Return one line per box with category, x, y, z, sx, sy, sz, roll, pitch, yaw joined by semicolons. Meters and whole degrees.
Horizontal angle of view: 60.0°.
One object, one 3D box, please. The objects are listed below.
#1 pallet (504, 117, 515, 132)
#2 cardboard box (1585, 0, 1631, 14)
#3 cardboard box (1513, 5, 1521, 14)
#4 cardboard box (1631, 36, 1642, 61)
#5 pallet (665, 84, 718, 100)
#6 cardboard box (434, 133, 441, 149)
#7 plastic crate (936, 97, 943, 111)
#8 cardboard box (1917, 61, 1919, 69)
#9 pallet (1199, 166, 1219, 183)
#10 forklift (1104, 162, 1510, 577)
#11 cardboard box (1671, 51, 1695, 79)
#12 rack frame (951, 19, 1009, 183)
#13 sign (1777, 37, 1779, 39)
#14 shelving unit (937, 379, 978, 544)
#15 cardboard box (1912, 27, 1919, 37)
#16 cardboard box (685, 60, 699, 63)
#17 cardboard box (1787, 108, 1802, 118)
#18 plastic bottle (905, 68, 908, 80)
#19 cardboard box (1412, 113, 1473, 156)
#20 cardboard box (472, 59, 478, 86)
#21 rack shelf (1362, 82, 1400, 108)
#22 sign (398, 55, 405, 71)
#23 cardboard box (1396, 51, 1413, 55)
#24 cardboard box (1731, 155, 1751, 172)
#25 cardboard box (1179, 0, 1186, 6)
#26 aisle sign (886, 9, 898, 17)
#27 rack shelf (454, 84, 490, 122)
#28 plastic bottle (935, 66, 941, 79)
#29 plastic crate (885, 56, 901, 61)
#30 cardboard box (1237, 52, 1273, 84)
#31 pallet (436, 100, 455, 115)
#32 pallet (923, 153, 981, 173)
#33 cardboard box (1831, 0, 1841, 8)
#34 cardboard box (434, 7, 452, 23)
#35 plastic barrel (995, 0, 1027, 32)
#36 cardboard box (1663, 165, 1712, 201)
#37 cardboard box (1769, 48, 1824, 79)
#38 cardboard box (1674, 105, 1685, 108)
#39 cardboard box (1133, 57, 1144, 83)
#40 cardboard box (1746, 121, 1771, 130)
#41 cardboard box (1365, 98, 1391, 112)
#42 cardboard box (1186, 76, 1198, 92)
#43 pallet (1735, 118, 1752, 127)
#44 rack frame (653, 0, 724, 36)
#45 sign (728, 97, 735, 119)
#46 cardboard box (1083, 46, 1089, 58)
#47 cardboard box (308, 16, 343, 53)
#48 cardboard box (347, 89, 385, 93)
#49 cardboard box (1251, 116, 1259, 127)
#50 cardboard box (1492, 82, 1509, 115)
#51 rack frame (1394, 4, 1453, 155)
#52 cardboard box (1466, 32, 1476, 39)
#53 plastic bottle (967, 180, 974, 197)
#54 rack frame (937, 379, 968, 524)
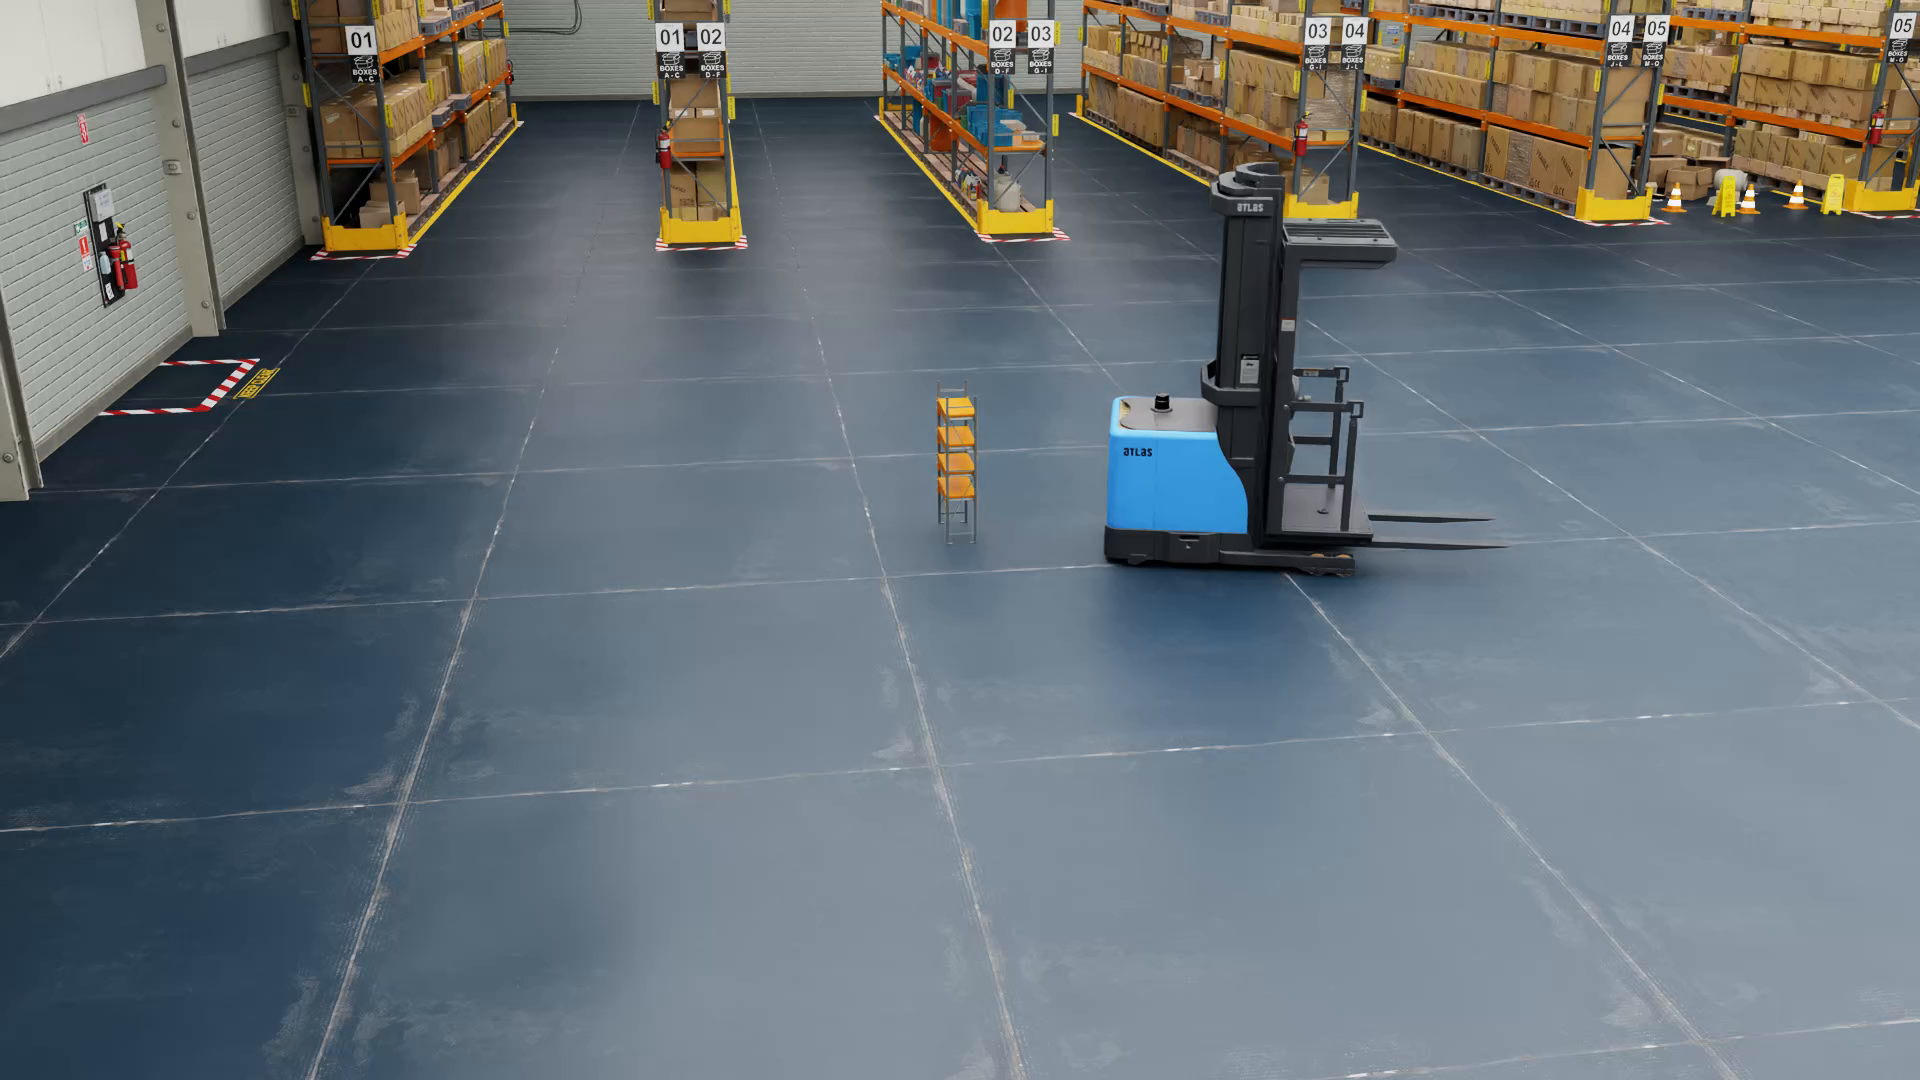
pallet;-10.991;-9.720;38.938;1.003;0.211;1.213;-3;21;-8
cardboard box;10.403;-8.597;26.706;0.500;0.250;0.500;-3;21;-7
cardboard box;9.963;-9.321;29.213;0.380;0.149;0.250;-3;21;-8
cardboard box;14.147;-10.459;35.361;0.500;0.500;0.500;-3;21;-9
pallet;-5.297;-8.921;33.090;1.213;0.211;1.003;-3;21;-8
cardboard box;-9.776;-7.290;30.321;0.500;0.250;0.500;-3;21;-8
plastic crate;-0.181;-8.133;31.008;0.450;0.188;0.662;-3;21;-8
cardboard box;19.486;-9.544;33.412;0.380;0.149;0.250;-3;21;-7
pallet;5.137;-6.857;31.273;1.003;0.211;1.213;-3;21;-8
forklift;2.654;-1.292;12.486;3.031;2.935;1.130;2;21;6
cardboard box;14.546;-9.457;33.080;0.500;0.500;0.500;-4;21;-10
rack frame;0.349;-7.644;29.395;1.000;3.000;0.127;-3;21;-8
sign;19.364;-11.987;39.367;0.100;0.325;0.005;-3;21;-8
shelving unit;-0.024;-0.619;13.160;0.258;1.200;0.503;-3;21;-8
cardboard box;15.907;-8.427;27.564;0.380;0.149;0.250;-3;21;-8
cardboard box;-4.337;-7.548;27.142;0.700;0.500;0.500;-3;21;-8
cardboard box;15.024;-7.621;29.693;0.380;0.149;0.250;-3;21;-8
plastic bottle;-1.154;-10.164;36.310;0.061;0.283;0.133;-3;21;-8
cardboard box;9.725;-8.119;33.281;1.050;0.750;0.750;-3;21;-7
cardboard box;-10.067;-9.439;33.605;0.500;0.500;0.500;-2;21;-6
rack shelf;9.308;-9.849;36.328;1.077;0.370;4.000;-3;21;-8
sign;-10.580;-9.042;31.484;0.100;0.325;0.005;-3;21;-8
cardboard box;9.571;-10.385;35.642;0.380;0.149;0.250;-2;21;-5
cardboard box;14.875;-7.084;31.226;0.500;0.250;0.500;-4;21;-10
cardboard box;4.557;-10.613;32.201;0.500;0.500;0.500;-3;21;-7
aisle sign;-1.685;-13.026;40.091;0.394;0.787;0.004;-3;21;-8
rack shelf;-10.319;-8.884;33.745;1.077;0.370;4.000;-3;21;-8
plastic bottle;-0.464;-10.018;35.821;0.144;0.351;0.185;-3;21;-8
plastic crate;-1.576;-11.418;39.654;0.416;0.233;0.300;-3;21;-8
cardboard box;5.137;-8.207;28.904;0.500;0.500;0.500;-3;21;-8
pallet;-9.705;-7.756;29.969;1.003;0.211;1.213;-3;21;-8
pallet;-0.154;-7.452;32.867;1.003;0.211;1.213;-3;21;-8
cardboard box;15.213;-9.218;28.541;0.380;0.149;0.250;-4;21;-9
cardboard box;-9.660;-9.666;30.621;0.500;0.311;0.500;-3;21;-8
plastic barrel;0.730;-8.224;25.447;0.600;0.830;0.708;-3;21;-8
cardboard box;12.875;-6.319;29.417;0.637;0.503;0.797;17;27;39
cardboard box;15.003;-8.532;29.775;0.700;0.500;0.500;-3;21;-9
cardboard box;18.295;-11.123;41.682;0.500;0.500;0.500;-3;21;-7
cardboard box;4.061;-10.191;36.072;0.500;0.500;0.500;-3;21;-9
cardboard box;14.834;-7.693;30.857;0.380;0.149;0.250;-3;21;-7
cardboard box;9.097;-9.445;36.119;0.500;0.250;0.500;-2;21;-6
cardboard box;4.688;-8.813;32.140;0.500;0.250;0.500;-4;21;-9
pallet;18.970;-9.829;39.231;1.003;0.211;1.213;-3;21;-8
rack frame;-3.976;-8.821;23.972;1.000;3.000;0.127;-3;21;-8
sign;-3.426;-6.479;24.925;0.100;0.325;0.005;-3;21;-8
cardboard box;3.323;-11.938;40.680;0.500;0.250;0.500;-3;21;-9
cardboard box;-9.188;-7.352;24.156;0.500;0.500;0.500;-1;21;-4
cardboard box;-9.456;-6.909;26.542;0.500;0.500;0.500;-2;21;-6
cardboard box;5.213;-7.168;28.479;0.380;0.149;0.250;-3;21;-8
cardboard box;10.238;-8.052;30.273;0.875;0.550;0.550;-3;21;-8
rack frame;9.597;-9.494;34.348;1.000;3.000;0.127;-3;21;-8
cardboard box;13.115;-12.883;41.850;0.500;0.500;0.500;-3;21;-9
plastic bottle;0.198;-5.939;28.096;0.152;0.276;0.135;-3;21;-9
rack frame;-0.059;-0.704;13.386;0.240;1.200;0.015;-3;21;-8
